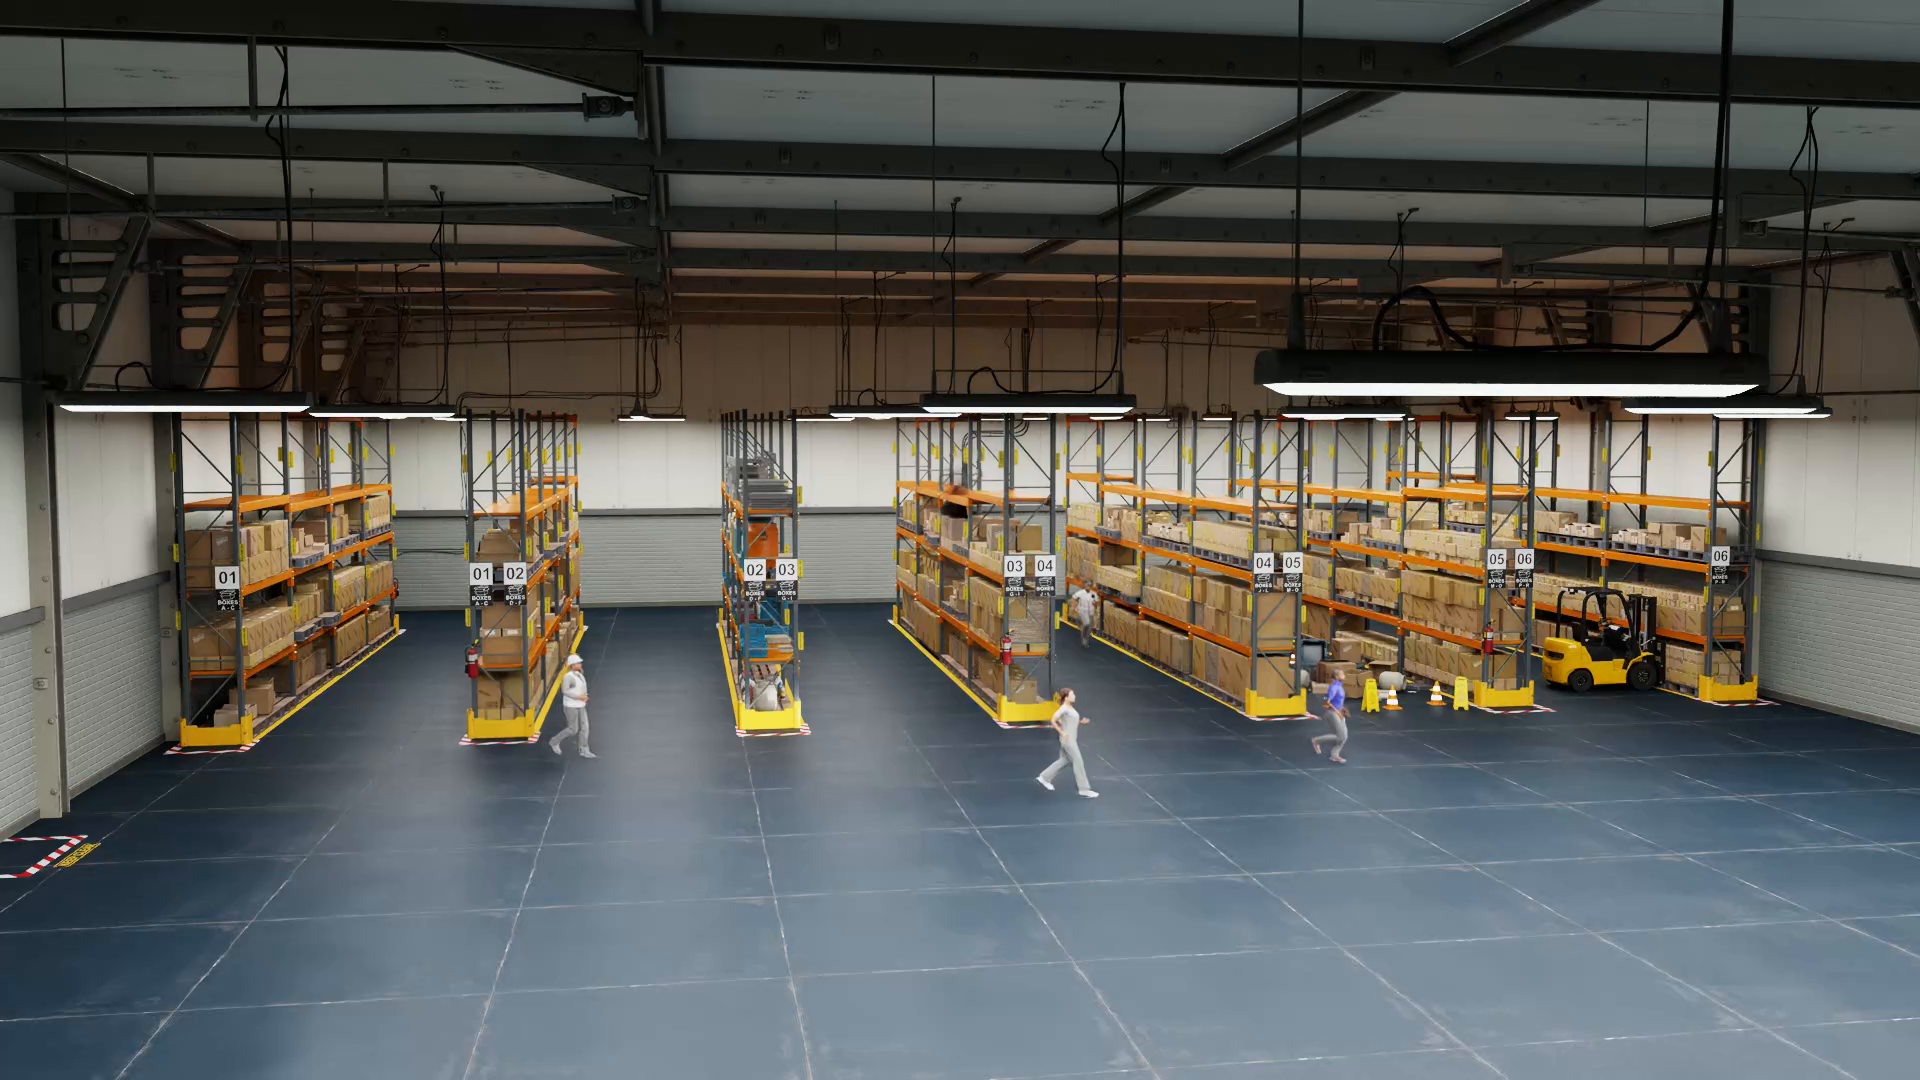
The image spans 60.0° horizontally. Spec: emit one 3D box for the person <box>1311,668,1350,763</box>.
[{"bbox_3d":[6.286,2.962,28.212,0.592,1.608,0.558,2,4,23],"label":"person"}]

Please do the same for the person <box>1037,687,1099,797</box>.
[{"bbox_3d":[1.652,3.082,25.487,0.968,1.657,0.561,1,4,12],"label":"person"}]

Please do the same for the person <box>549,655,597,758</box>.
[{"bbox_3d":[-6.638,2.853,28.538,0.819,1.781,0.683,1,4,13],"label":"person"}]

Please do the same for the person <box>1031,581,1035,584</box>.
[{"bbox_3d":[1.974,1.539,47.488,0.692,1.779,0.935,0,4,5],"label":"person"}]

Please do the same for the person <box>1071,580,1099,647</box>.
[{"bbox_3d":[3.222,1.870,42.110,0.645,1.752,0.733,-1,4,-18],"label":"person"}]
